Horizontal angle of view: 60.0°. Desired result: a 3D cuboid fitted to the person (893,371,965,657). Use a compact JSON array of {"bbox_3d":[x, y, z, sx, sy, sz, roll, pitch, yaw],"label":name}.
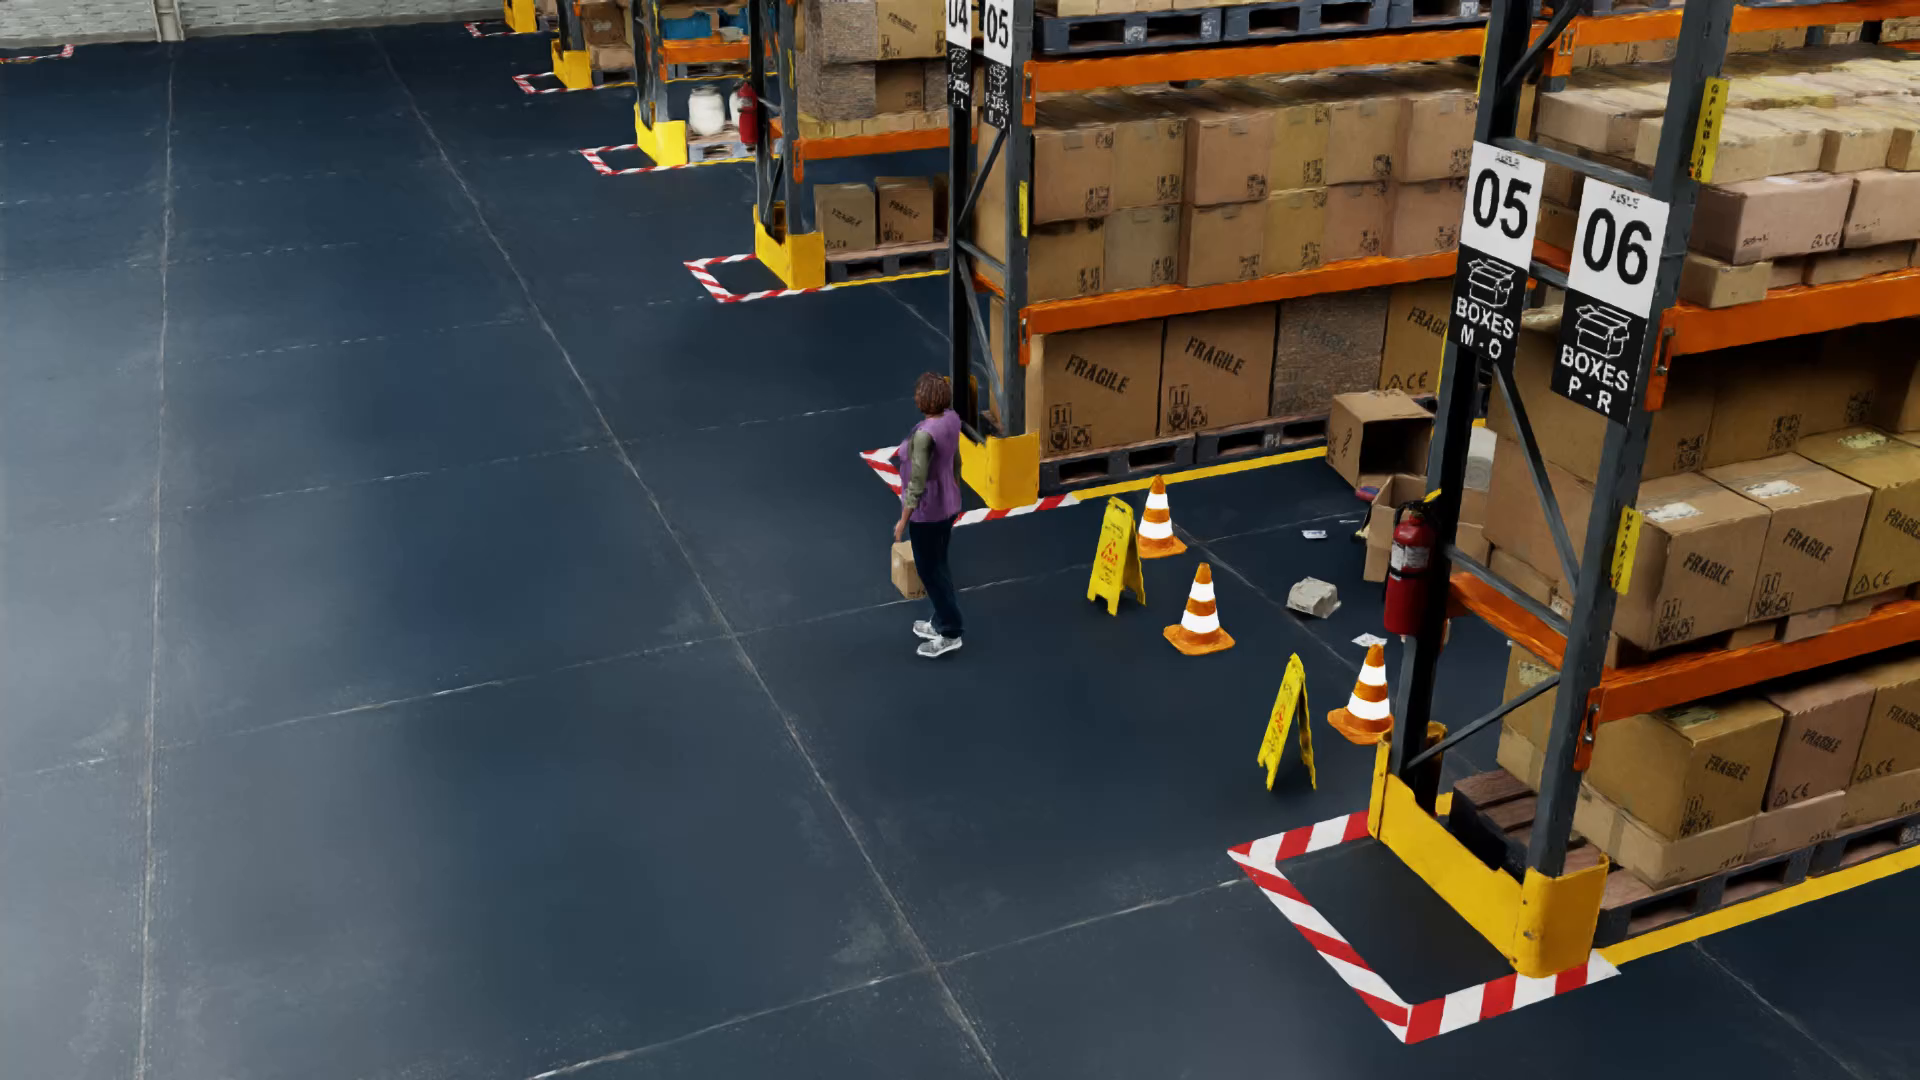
[{"bbox_3d":[-0.141,-0.142,8.879,0.354,1.601,0.442,12,29,22],"label":"person"}]
